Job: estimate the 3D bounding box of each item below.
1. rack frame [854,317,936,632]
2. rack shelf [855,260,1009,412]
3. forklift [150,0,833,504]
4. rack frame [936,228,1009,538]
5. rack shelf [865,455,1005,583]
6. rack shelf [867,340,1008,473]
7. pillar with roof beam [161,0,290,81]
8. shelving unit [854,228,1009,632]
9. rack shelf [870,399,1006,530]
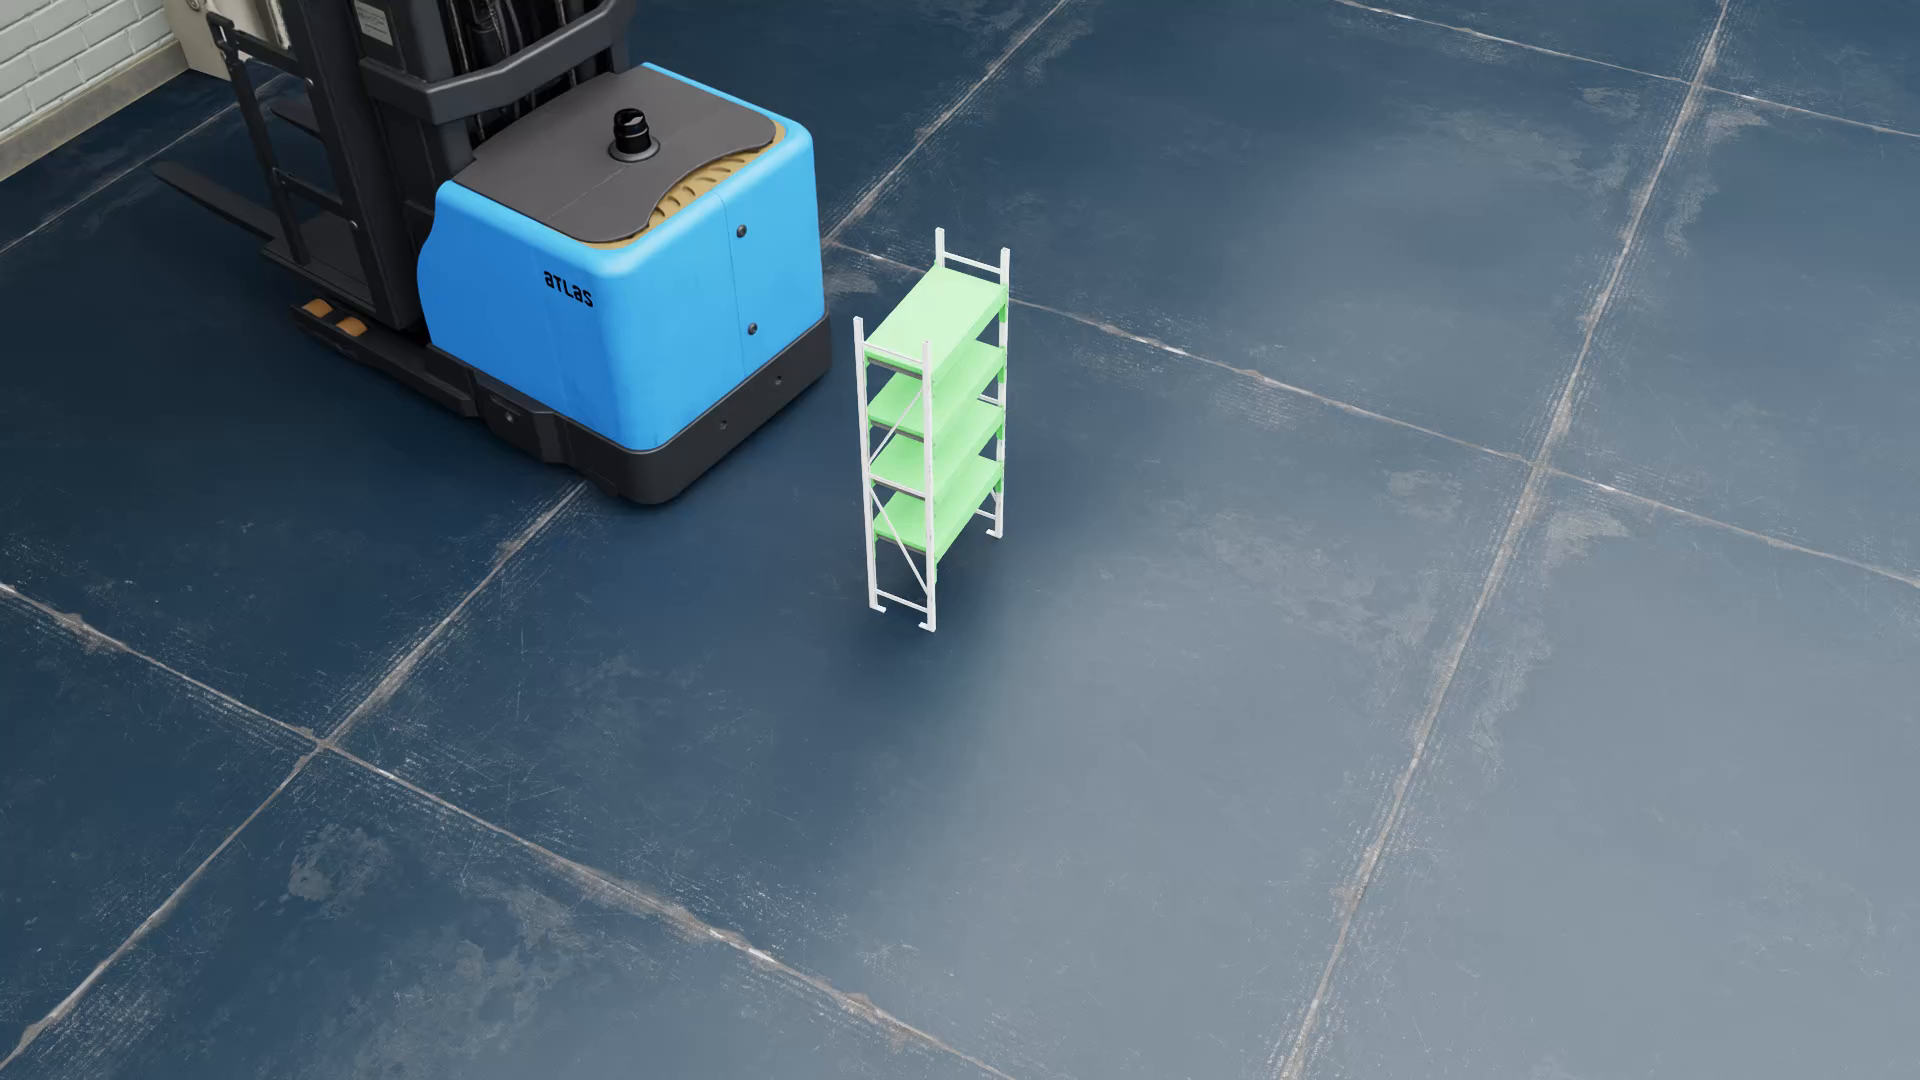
[{"bbox_3d":[-0.190,-0.164,5.068,0.240,1.200,0.015,20,49,19],"label":"rack frame"},{"bbox_3d":[-0.077,-0.610,4.924,0.258,0.148,0.480,20,49,19],"label":"rack shelf"},{"bbox_3d":[-1.979,-2.003,5.669,3.031,2.935,1.130,27,51,24],"label":"forklift"},{"bbox_3d":[0.036,-0.471,5.372,0.240,1.200,0.015,20,49,19],"label":"rack frame"},{"bbox_3d":[-0.077,-0.104,5.436,0.258,0.148,0.480,20,49,19],"label":"rack shelf"},{"bbox_3d":[-0.077,-0.441,5.095,0.258,0.148,0.480,20,49,19],"label":"rack shelf"},{"bbox_3d":[0.307,-4.097,3.473,9.100,9.000,0.400,20,49,19],"label":"pillar with roof beam"},{"bbox_3d":[-0.077,-0.317,5.220,0.258,1.200,0.503,20,49,19],"label":"shelving unit"},{"bbox_3d":[-0.077,-0.273,5.266,0.258,0.148,0.480,20,49,19],"label":"rack shelf"}]
